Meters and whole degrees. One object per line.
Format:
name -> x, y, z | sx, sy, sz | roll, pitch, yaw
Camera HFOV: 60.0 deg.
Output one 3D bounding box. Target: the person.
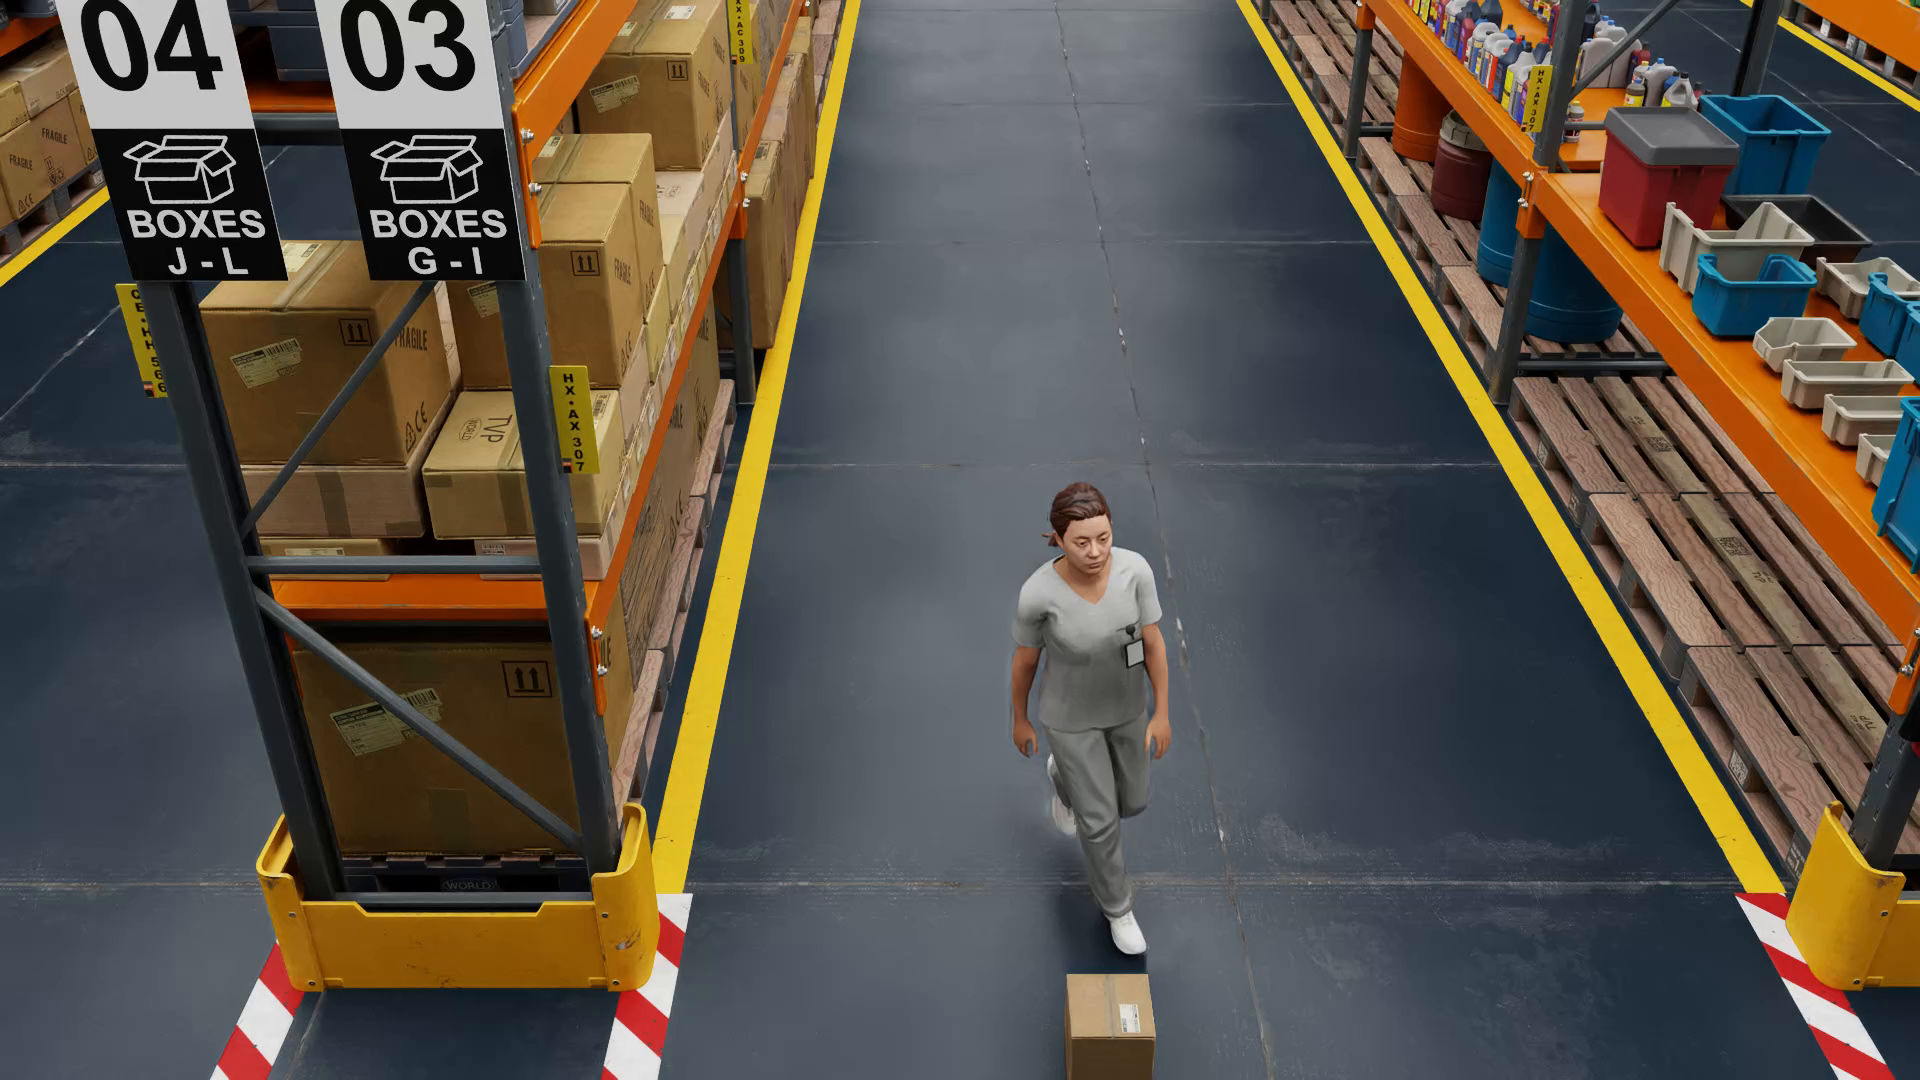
person -> 0.374, 0.517, 5.283 | 0.455, 1.644, 0.737 | -11, 33, -17
